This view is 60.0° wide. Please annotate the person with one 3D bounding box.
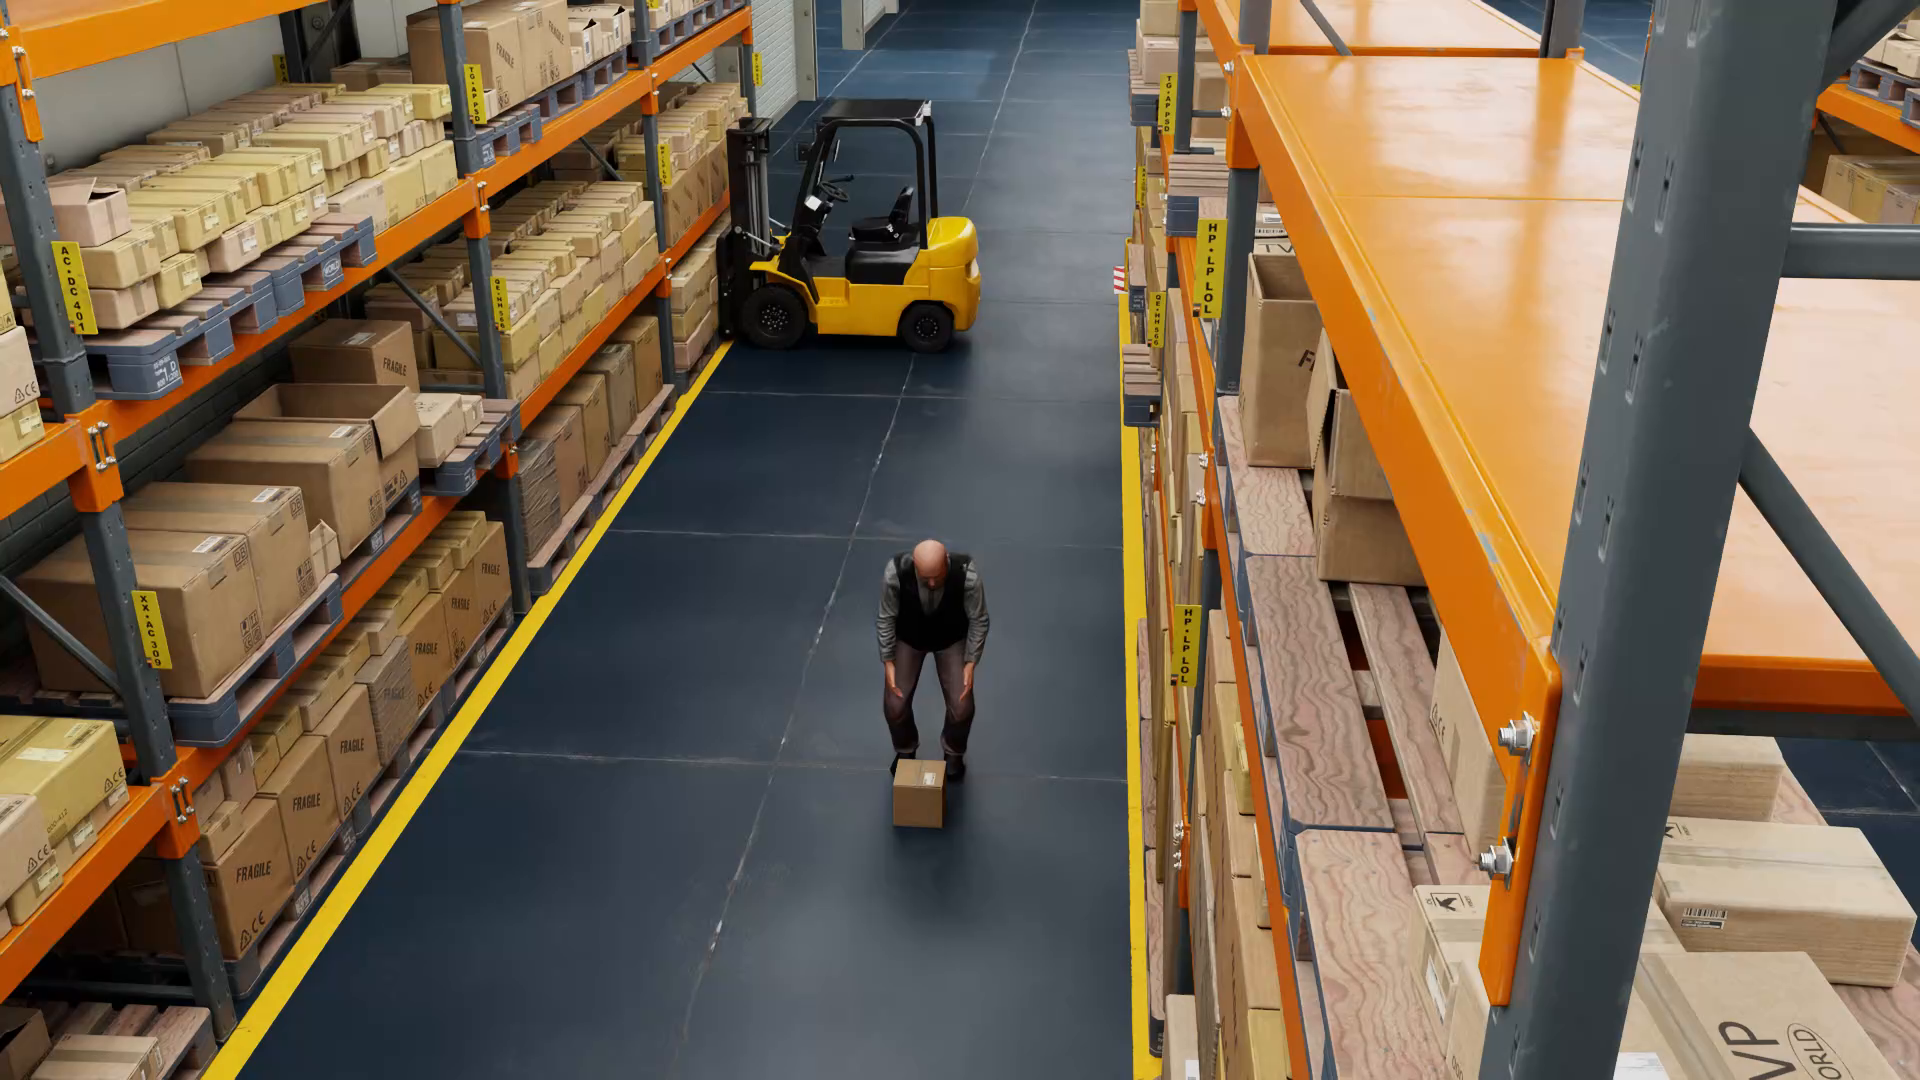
[{"bbox_3d":[-0.134,0.574,8.690,0.590,1.461,0.670,2,24,4],"label":"person"}]
